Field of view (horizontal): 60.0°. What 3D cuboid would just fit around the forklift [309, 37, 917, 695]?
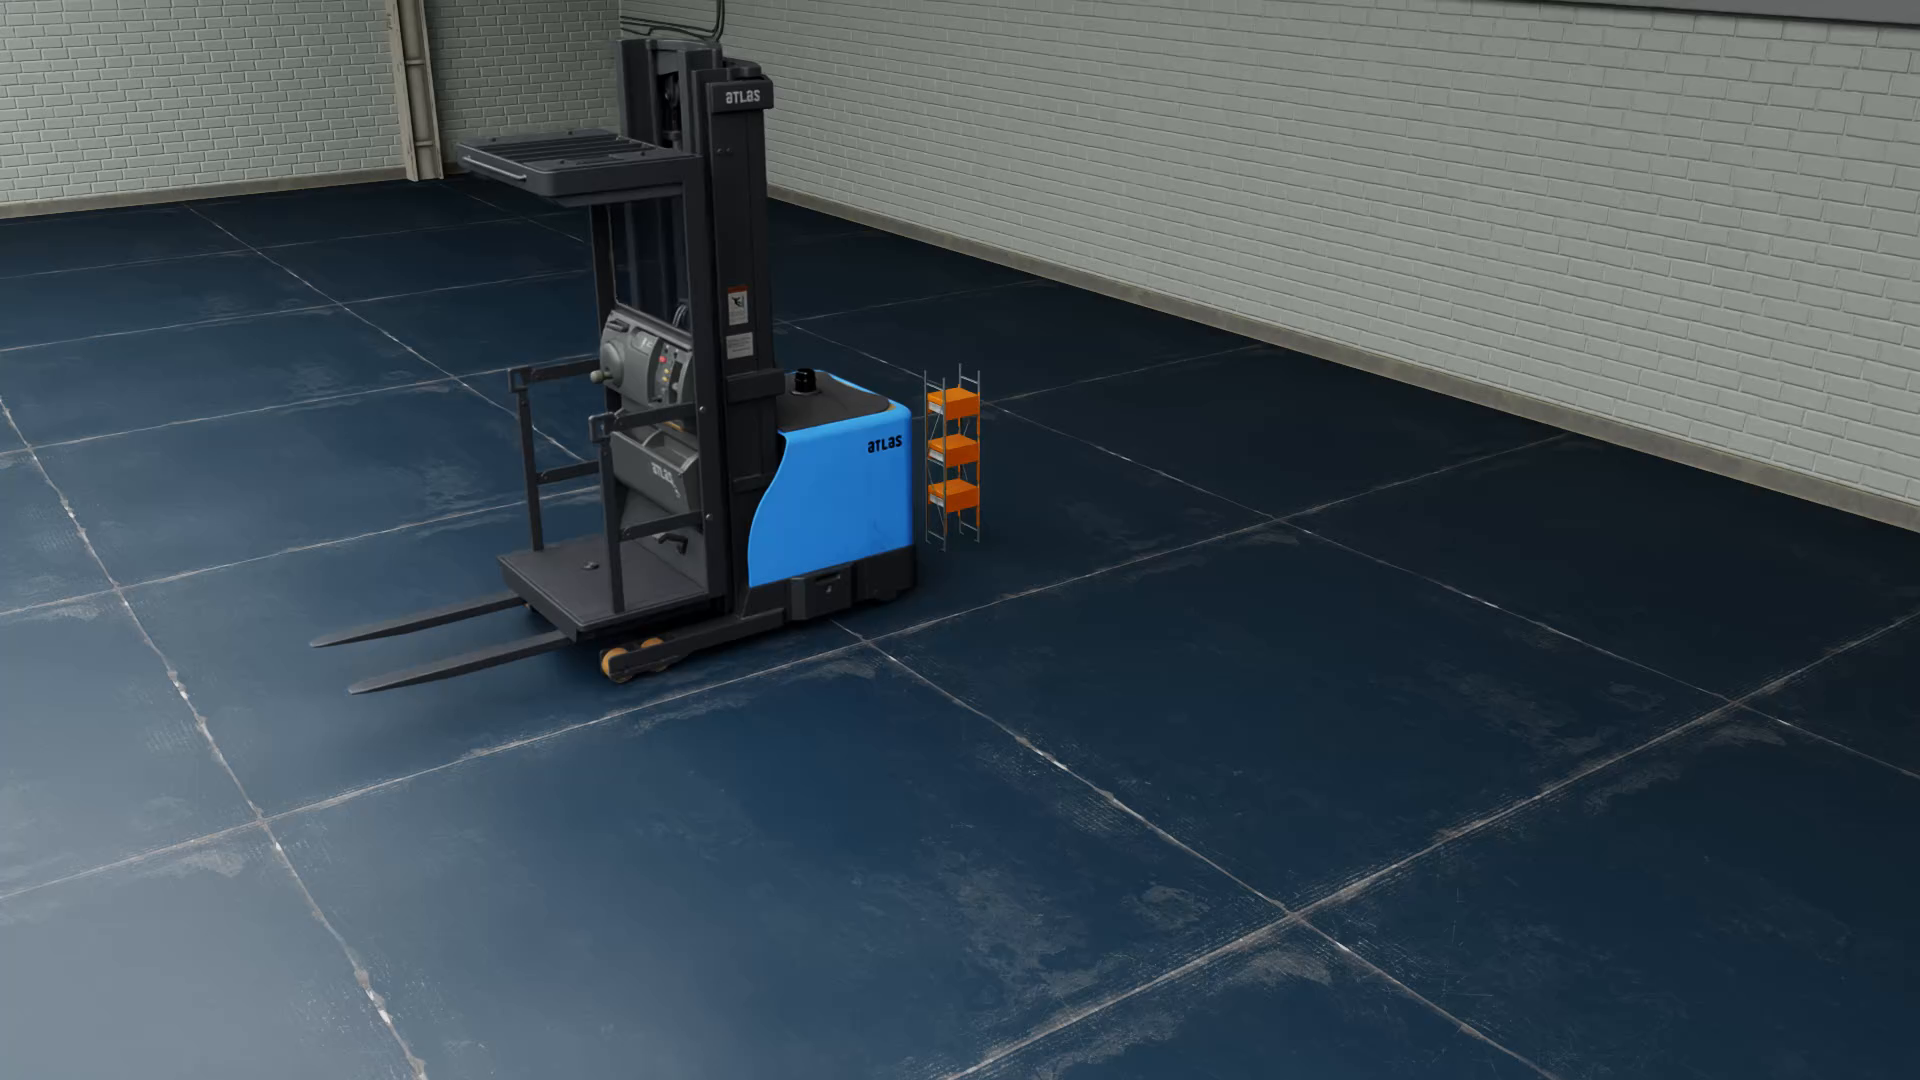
[{"bbox_3d":[-1.731,-0.885,8.160,3.031,2.935,1.130,-15,26,-33],"label":"forklift"}]

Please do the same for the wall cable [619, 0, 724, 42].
[{"bbox_3d":[-3.833,-7.711,21.267,0.112,2.526,3.097,-15,26,-33],"label":"wall cable"}]

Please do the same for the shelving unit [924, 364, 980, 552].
[{"bbox_3d":[-0.043,-0.476,9.673,0.252,1.050,0.215,-15,26,-33],"label":"shelving unit"}]

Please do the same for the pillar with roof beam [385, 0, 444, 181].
[{"bbox_3d":[-4.482,-7.618,16.845,0.400,9.000,9.100,-15,26,-33],"label":"pillar with roof beam"}]

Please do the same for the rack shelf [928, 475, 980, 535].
[{"bbox_3d":[-0.043,-0.208,9.780,0.240,0.259,0.215,-15,26,-33],"label":"rack shelf"}]

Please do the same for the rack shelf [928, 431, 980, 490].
[{"bbox_3d":[-0.043,-0.466,9.677,0.240,0.259,0.215,-15,26,-33],"label":"rack shelf"}]

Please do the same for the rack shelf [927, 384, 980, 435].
[{"bbox_3d":[-0.043,-0.730,9.572,0.240,0.259,0.215,-15,26,-33],"label":"rack shelf"}]

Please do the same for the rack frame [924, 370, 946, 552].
[{"bbox_3d":[-0.142,-0.450,9.607,0.008,1.050,0.200,-15,26,-33],"label":"rack frame"}]

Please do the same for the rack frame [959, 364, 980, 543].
[{"bbox_3d":[0.056,-0.502,9.739,0.008,1.050,0.200,-15,26,-33],"label":"rack frame"}]
